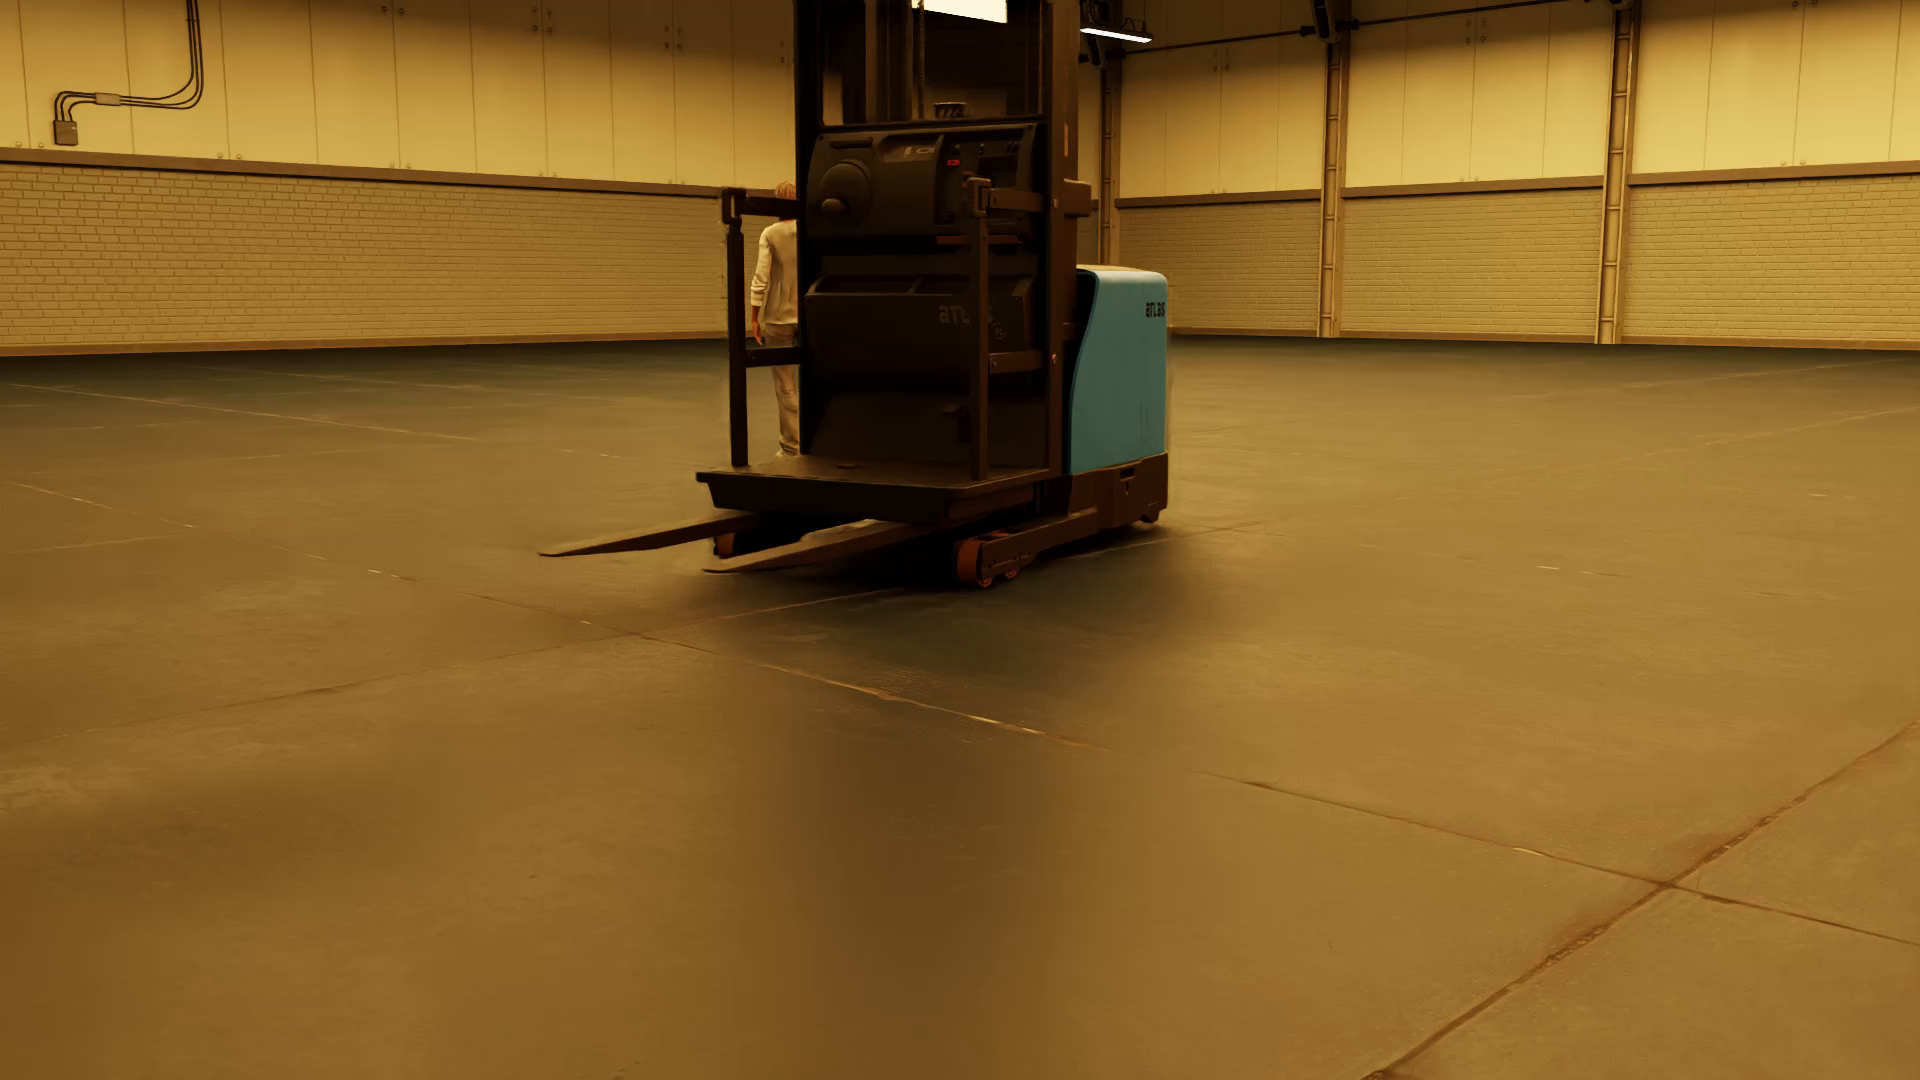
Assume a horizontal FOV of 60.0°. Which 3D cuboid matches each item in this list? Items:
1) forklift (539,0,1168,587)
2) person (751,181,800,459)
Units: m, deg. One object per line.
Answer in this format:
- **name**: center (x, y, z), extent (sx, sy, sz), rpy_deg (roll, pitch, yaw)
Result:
- **forklift**: center (-0.248, -1.364, 5.930), extent (1.130, 2.935, 3.031), rpy_deg (5, 10, 28)
- **person**: center (-0.963, -1.234, 9.539), extent (0.504, 1.605, 0.454), rpy_deg (-2, 9, -16)
